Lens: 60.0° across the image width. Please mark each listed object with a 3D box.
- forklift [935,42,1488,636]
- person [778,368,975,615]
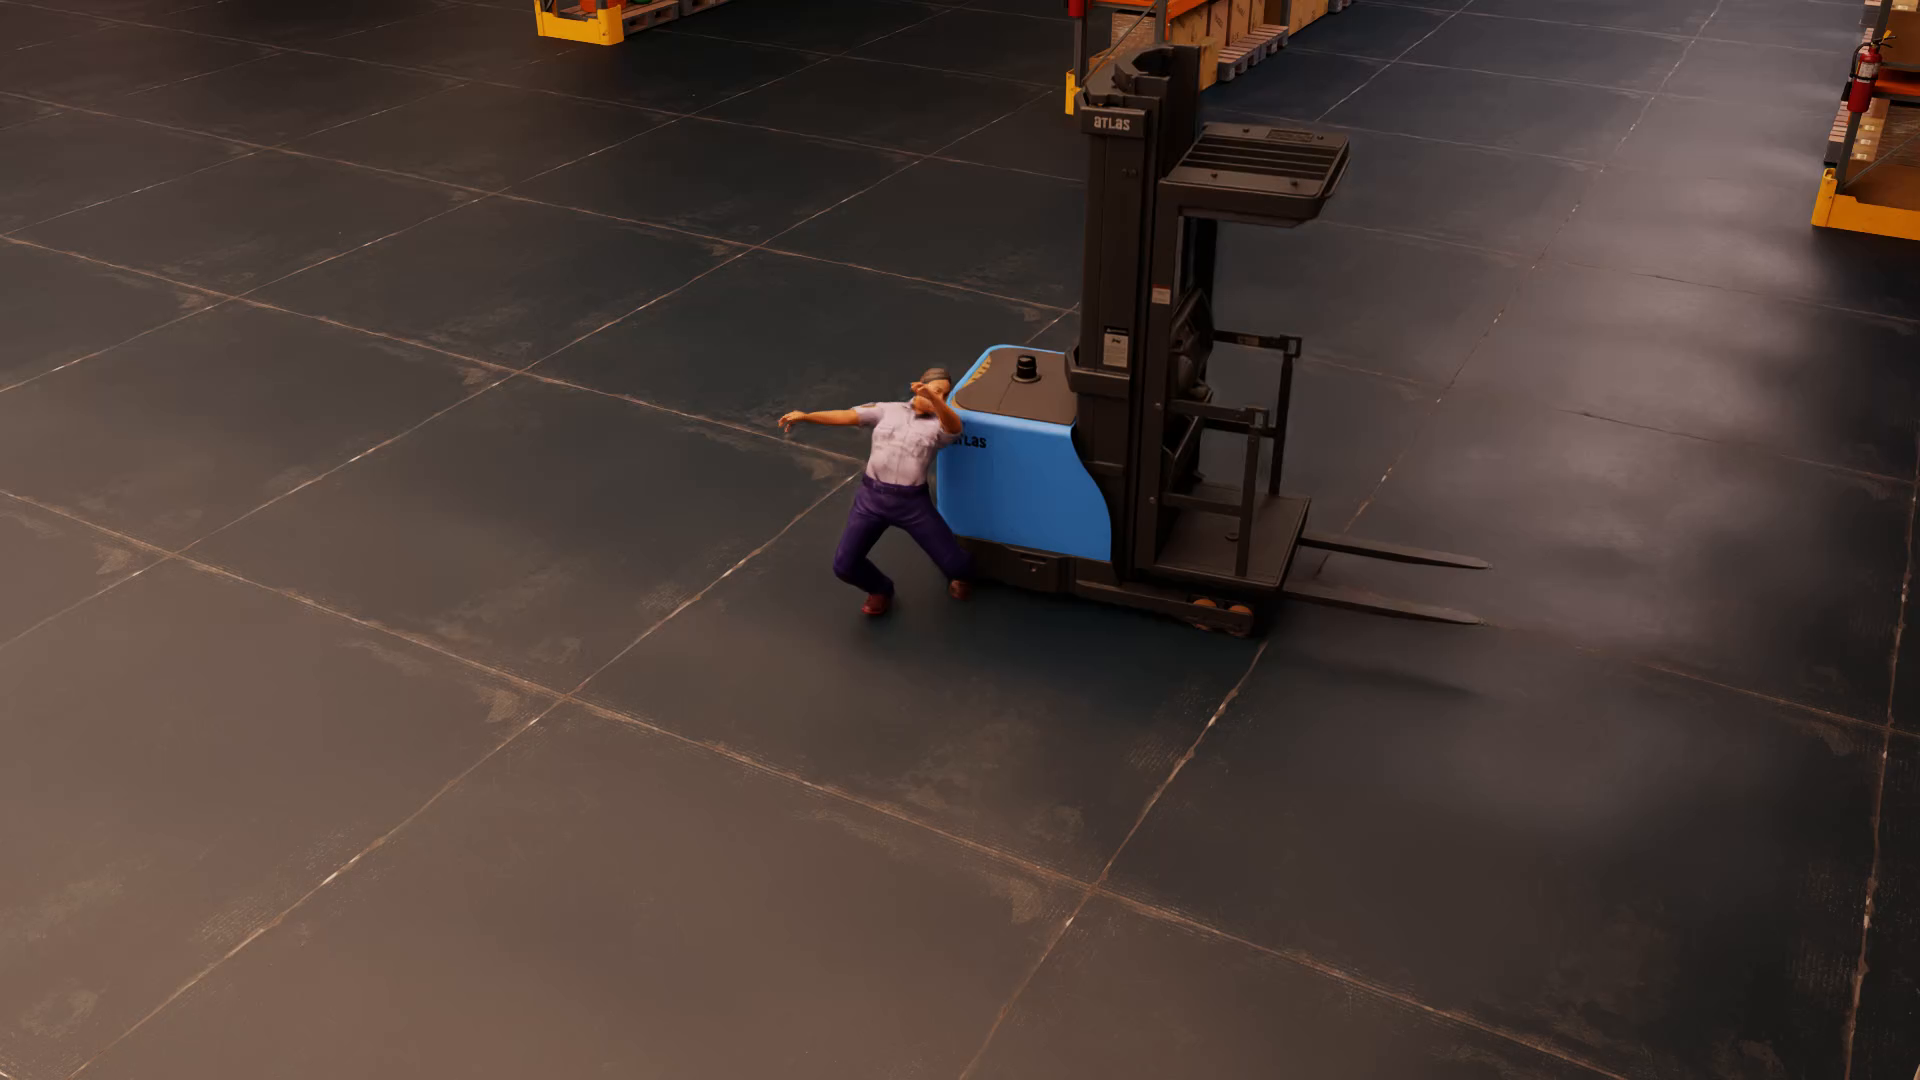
[{"bbox_3d":[1.426,-1.043,8.878,3.031,2.935,1.130,10,31,17],"label":"forklift"},{"bbox_3d":[-0.419,-0.291,8.957,1.018,1.503,0.631,4,30,6],"label":"person"}]
